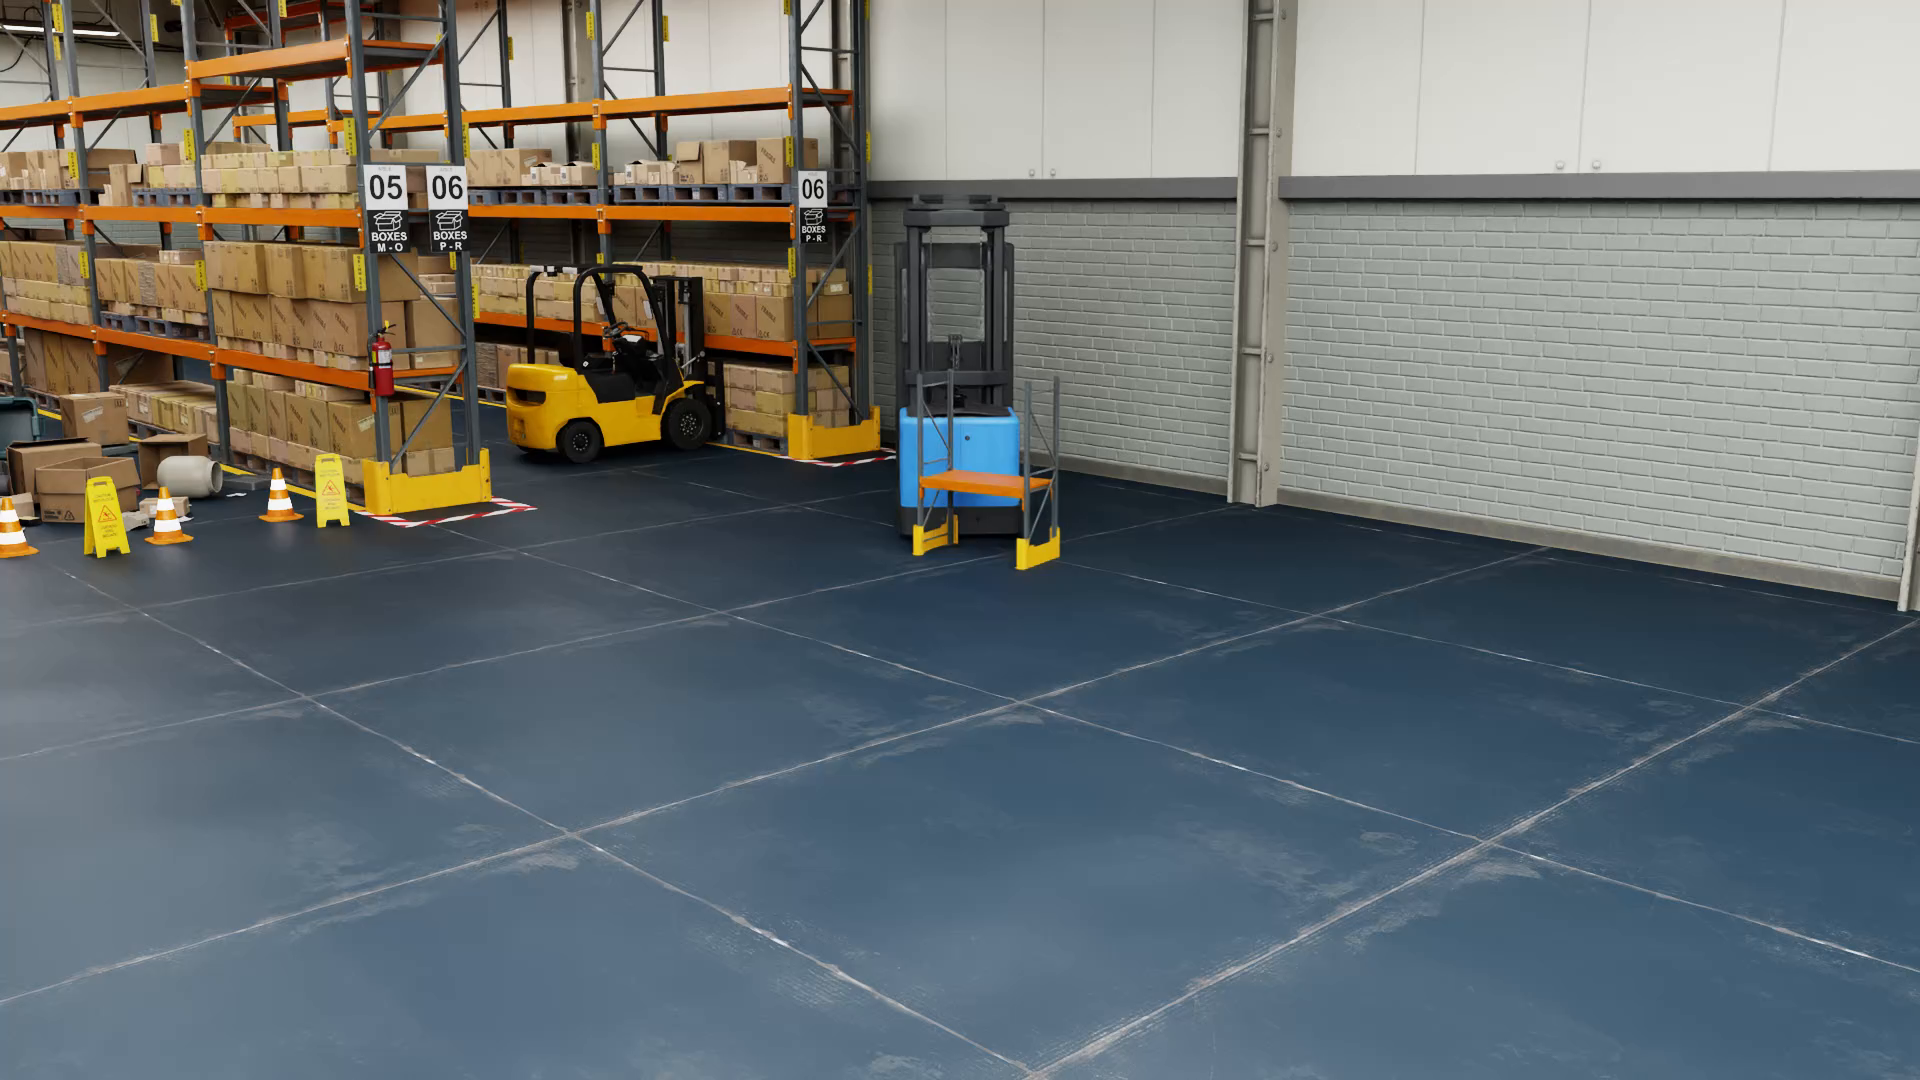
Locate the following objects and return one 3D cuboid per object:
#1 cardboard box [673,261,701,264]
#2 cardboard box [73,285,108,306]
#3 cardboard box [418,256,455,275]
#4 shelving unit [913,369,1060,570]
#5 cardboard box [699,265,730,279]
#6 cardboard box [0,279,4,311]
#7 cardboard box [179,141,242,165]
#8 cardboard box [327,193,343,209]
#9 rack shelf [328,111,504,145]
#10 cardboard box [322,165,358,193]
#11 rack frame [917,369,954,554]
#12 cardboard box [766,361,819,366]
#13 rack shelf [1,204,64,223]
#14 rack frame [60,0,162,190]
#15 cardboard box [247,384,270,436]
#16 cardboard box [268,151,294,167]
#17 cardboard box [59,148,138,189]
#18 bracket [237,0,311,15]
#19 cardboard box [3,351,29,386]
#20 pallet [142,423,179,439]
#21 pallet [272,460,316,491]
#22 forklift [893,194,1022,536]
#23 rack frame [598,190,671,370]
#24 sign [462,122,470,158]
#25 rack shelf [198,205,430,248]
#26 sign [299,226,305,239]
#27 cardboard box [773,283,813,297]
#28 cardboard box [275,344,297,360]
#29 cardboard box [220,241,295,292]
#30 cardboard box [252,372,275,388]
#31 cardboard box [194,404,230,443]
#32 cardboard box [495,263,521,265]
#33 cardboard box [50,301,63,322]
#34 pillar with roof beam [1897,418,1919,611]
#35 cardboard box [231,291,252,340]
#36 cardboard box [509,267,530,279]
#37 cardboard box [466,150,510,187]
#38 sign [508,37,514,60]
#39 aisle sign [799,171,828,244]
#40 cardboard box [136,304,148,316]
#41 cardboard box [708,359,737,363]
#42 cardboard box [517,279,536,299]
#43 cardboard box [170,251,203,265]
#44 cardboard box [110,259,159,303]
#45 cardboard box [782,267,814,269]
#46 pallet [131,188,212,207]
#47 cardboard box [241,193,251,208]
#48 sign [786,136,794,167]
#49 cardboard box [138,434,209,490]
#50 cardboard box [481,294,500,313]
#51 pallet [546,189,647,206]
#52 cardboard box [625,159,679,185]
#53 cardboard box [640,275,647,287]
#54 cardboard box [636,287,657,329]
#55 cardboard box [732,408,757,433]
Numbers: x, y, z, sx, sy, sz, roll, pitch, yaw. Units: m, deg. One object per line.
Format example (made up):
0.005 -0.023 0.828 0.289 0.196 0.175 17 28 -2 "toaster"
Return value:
-3.455 -3.494 21.347 0.380 0.149 0.250 -11 16 -43 "cardboard box"
-11.098 -3.164 21.468 0.500 0.250 0.500 -11 16 -43 "cardboard box"
-8.253 -4.118 25.670 0.637 0.503 0.797 11 16 44 "cardboard box"
0.217 -0.601 13.610 1.083 1.500 0.587 7 14 32 "shelving unit"
-2.930 -3.240 20.113 0.380 0.149 0.250 -11 16 -42 "cardboard box"
-13.847 -3.622 24.311 0.500 0.500 0.500 -11 16 -42 "cardboard box"
-8.309 -4.287 18.442 0.500 0.250 0.500 -10 16 -41 "cardboard box"
-5.699 -3.181 15.605 0.380 0.149 0.250 -11 16 -42 "cardboard box"
-8.373 -6.331 25.616 1.077 0.370 4.000 -11 16 -43 "rack shelf"
-5.603 -3.368 15.528 0.500 0.250 0.500 -11 16 -43 "cardboard box"
-0.203 -0.655 13.874 0.032 1.500 0.500 7 14 32 "rack frame"
-2.010 -2.000 19.979 0.500 0.250 0.500 -11 16 -42 "cardboard box"
-14.723 -4.950 25.352 1.077 0.370 4.000 -11 16 -43 "rack shelf"
-10.579 -5.896 20.727 1.000 3.000 0.127 -11 16 -43 "rack frame"
-7.227 -1.400 17.686 0.500 0.500 0.500 -10 15 -40 "cardboard box"
-6.585 -3.754 16.411 0.380 0.149 0.250 -10 16 -41 "cardboard box"
-10.949 -4.717 21.141 0.637 0.503 0.797 11 16 42 "cardboard box"
-11.906 -9.549 29.539 0.076 0.066 4.783 -11 16 -43 "bracket"
-13.698 -2.598 24.899 0.875 0.438 0.875 -11 16 -43 "cardboard box"
-9.202 -1.299 20.195 1.003 0.211 1.213 -11 16 -43 "pallet"
-6.481 -0.737 17.464 1.003 0.211 1.213 -11 16 -43 "pallet"
-0.064 -1.717 15.483 1.130 2.935 3.031 -1 12 -3 "forklift"
-4.229 -3.066 21.858 1.000 3.000 0.127 -11 16 -43 "rack frame"
-4.662 -3.763 15.641 0.100 0.325 0.005 -11 16 -43 "sign"
-6.436 -3.198 16.852 1.077 0.370 4.000 -11 16 -43 "rack shelf"
-12.101 -5.613 30.571 0.100 0.325 0.005 -11 16 -43 "sign"
-1.909 -2.860 19.005 0.380 0.149 0.250 -11 16 -42 "cardboard box"
-6.760 -1.939 17.012 0.380 0.149 0.250 -11 16 -43 "cardboard box"
-7.333 -2.886 17.523 0.700 0.500 0.500 -11 16 -42 "cardboard box"
-7.206 -1.692 17.500 0.380 0.149 0.250 -10 15 -40 "cardboard box"
-8.181 -1.368 19.091 0.950 0.372 0.625 -11 16 -42 "cardboard box"
-6.621 -3.997 24.523 0.380 0.149 0.250 -10 15 -41 "cardboard box"
-11.817 -3.070 22.249 0.500 0.250 0.500 -11 16 -43 "cardboard box"
3.877 -3.296 8.110 9.100 9.000 0.400 -11 16 -43 "pillar with roof beam"
-7.351 -2.395 17.618 0.500 0.500 0.500 -11 16 -43 "cardboard box"
-6.086 -3.742 23.284 0.380 0.149 0.250 -10 16 -41 "cardboard box"
-6.668 -5.283 23.649 0.500 0.500 0.500 -11 16 -42 "cardboard box"
-6.593 -7.201 24.354 0.100 0.325 0.005 -11 16 -43 "sign"
-1.634 -3.705 18.517 0.394 0.787 0.004 -11 16 -43 "aisle sign"
-9.765 -2.807 20.184 0.380 0.149 0.250 -10 15 -39 "cardboard box"
-3.068 -2.075 20.347 0.500 0.250 0.500 -11 16 -44 "cardboard box"
-5.798 -3.499 23.094 0.500 0.250 0.500 -11 16 -42 "cardboard box"
-8.784 -3.226 19.004 0.250 0.149 0.380 11 16 43 "cardboard box"
-10.071 -3.185 20.410 0.500 0.500 0.500 -10 15 -40 "cardboard box"
-1.893 -3.153 19.687 0.380 0.149 0.250 -10 16 -41 "cardboard box"
-8.885 -4.007 19.457 1.213 0.211 1.003 -11 16 -43 "pallet"
-7.243 -3.531 17.306 0.380 0.149 0.250 -10 15 -41 "cardboard box"
-1.869 -4.272 18.284 0.100 0.325 0.005 -11 16 -43 "sign"
-8.061 -0.804 17.071 0.500 0.500 0.500 -1 12 -4 "cardboard box"
-6.518 -3.403 23.868 0.500 0.250 0.500 -11 16 -44 "cardboard box"
-4.848 -4.568 22.191 1.217 0.209 0.805 11 16 43 "pallet"
-3.831 -4.591 20.758 0.500 0.311 0.500 -10 16 -41 "cardboard box"
-3.820 -3.278 21.031 0.380 0.149 0.250 -11 16 -43 "cardboard box"
-3.740 -2.940 21.000 0.500 0.500 0.500 -11 16 -42 "cardboard box"
-2.357 -1.439 19.738 0.500 0.250 0.500 -11 16 -43 "cardboard box"
